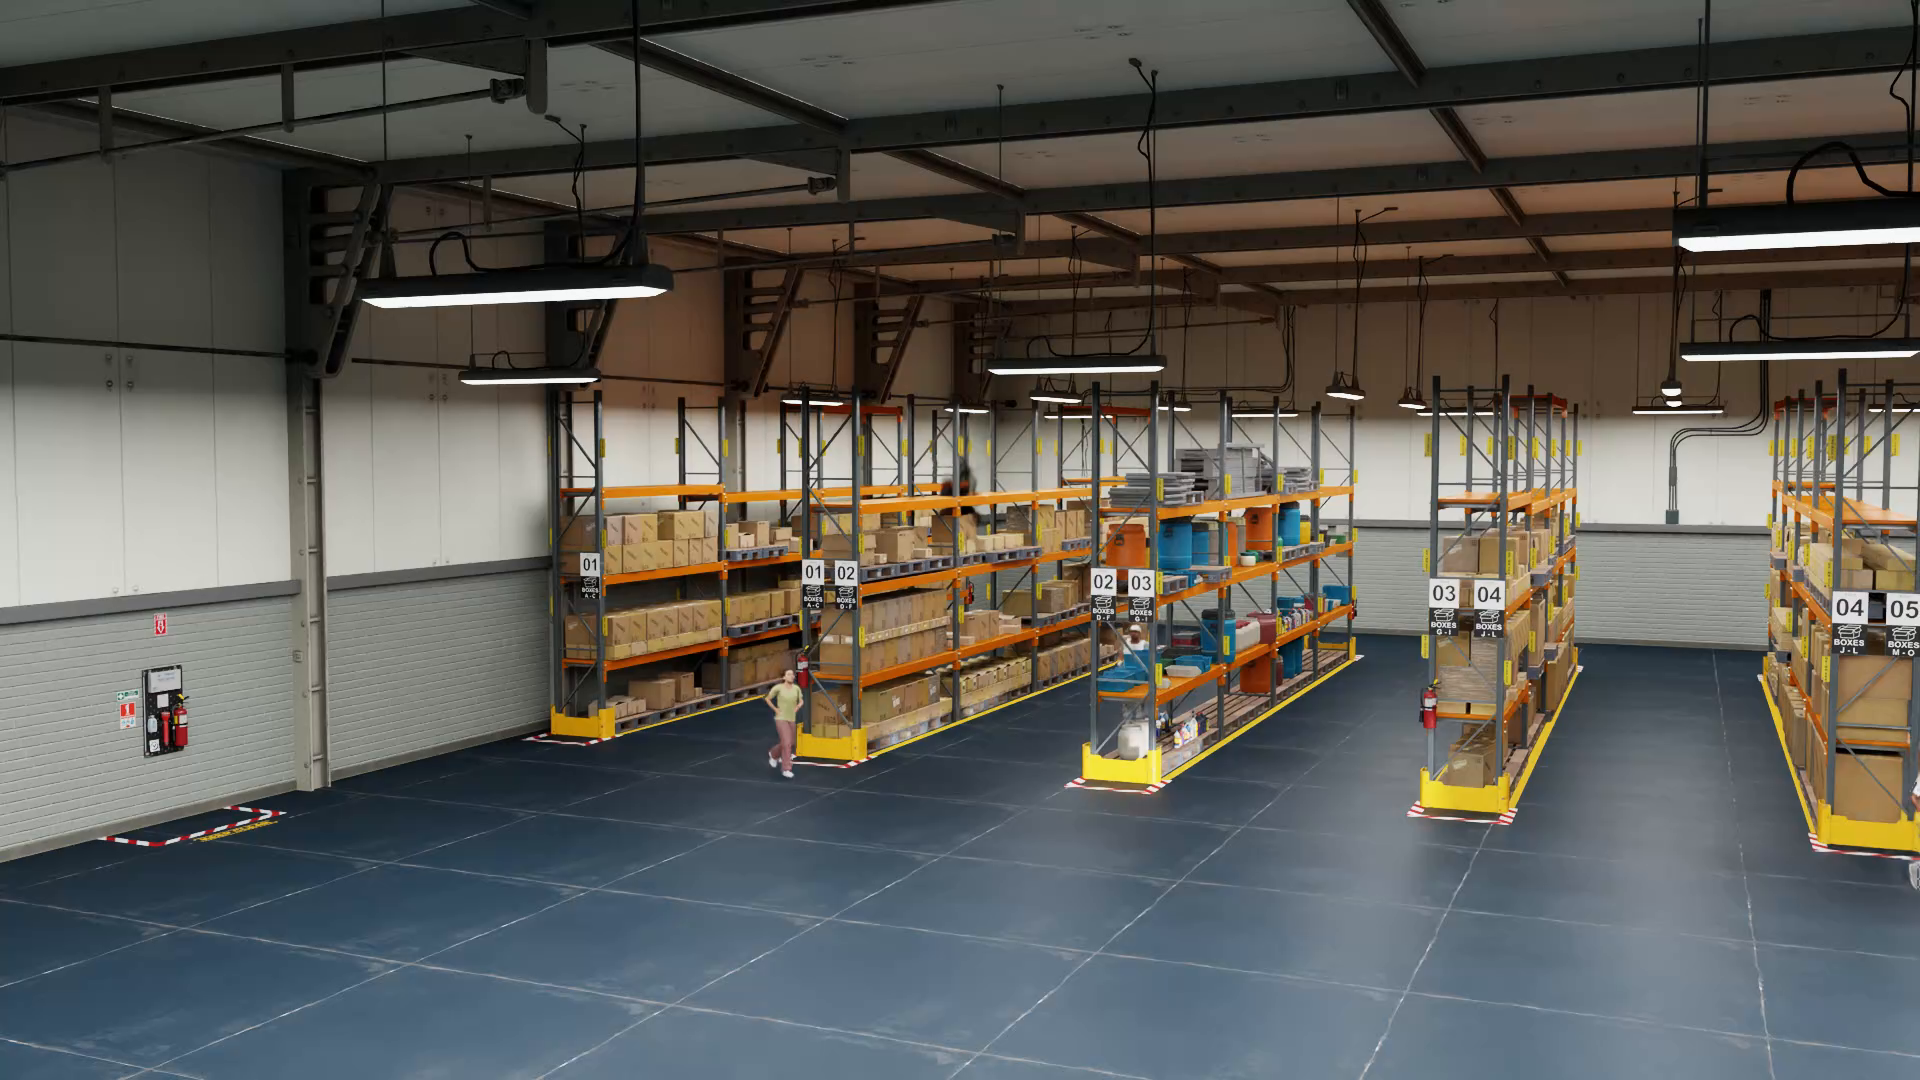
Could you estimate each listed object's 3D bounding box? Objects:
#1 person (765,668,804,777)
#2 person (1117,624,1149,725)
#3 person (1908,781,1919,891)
[{"bbox_3d":[-2.688,2.789,25.665,0.598,1.660,0.781,-2,4,-35],"label":"person"},{"bbox_3d":[3.154,2.446,30.147,0.657,1.841,0.770,1,3,16],"label":"person"},{"bbox_3d":[10.932,3.154,18.480,0.566,1.670,0.572,-1,3,-19],"label":"person"}]
